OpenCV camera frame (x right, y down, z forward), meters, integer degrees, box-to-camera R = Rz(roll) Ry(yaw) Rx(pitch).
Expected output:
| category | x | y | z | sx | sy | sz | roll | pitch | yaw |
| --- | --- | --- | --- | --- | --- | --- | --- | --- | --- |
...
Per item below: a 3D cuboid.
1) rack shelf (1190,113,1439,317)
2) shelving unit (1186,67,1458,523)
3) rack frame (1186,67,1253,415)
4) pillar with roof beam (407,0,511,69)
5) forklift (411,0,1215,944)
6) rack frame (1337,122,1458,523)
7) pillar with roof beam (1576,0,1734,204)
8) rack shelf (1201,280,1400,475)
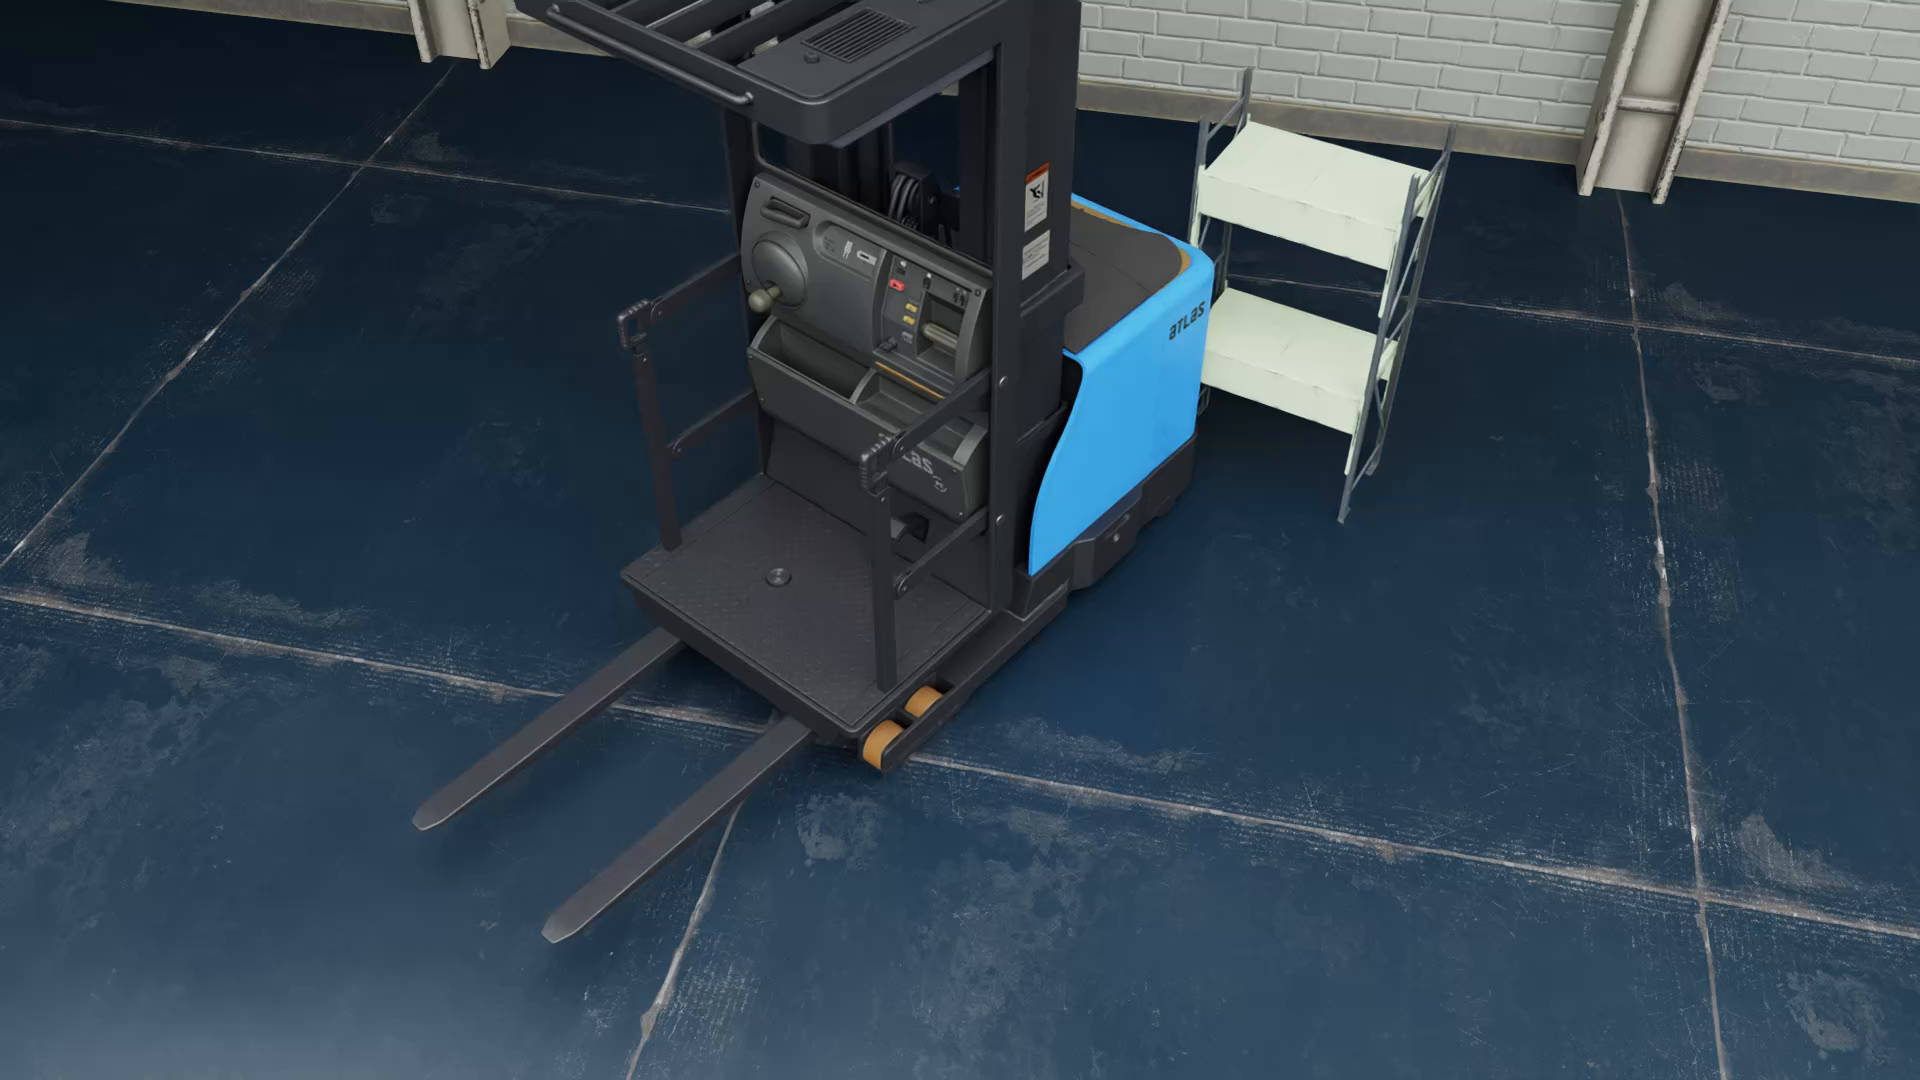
| category | x | y | z | sx | sy | sz | roll | pitch | yaw |
| --- | --- | --- | --- | --- | --- | --- | --- | --- | --- |
| rack shelf | 1.229 | -1.138 | 5.788 | 0.720 | 0.370 | 0.431 | 22 | 48 | 21 |
| shelving unit | 1.228 | -0.857 | 6.059 | 0.755 | 1.500 | 0.431 | 22 | 48 | 21 |
| rack frame | 0.913 | -0.985 | 6.192 | 0.023 | 1.500 | 0.400 | 22 | 48 | 21 |
| pillar with roof beam | -3.604 | -2.969 | 2.845 | 0.400 | 9.000 | 9.100 | 9 | 45 | 9 |
| forklift | -0.438 | -0.696 | 4.859 | 1.130 | 2.935 | 3.031 | 30 | 52 | 28 |
| rack frame | 1.544 | -0.729 | 5.926 | 0.023 | 1.500 | 0.400 | 22 | 48 | 21 |
| pillar with roof beam | 2.251 | -2.060 | 1.901 | 0.400 | 9.000 | 9.100 | 9 | 45 | 9 |
| rack shelf | 1.228 | -0.622 | 6.285 | 0.720 | 0.370 | 0.431 | 22 | 48 | 21 |
